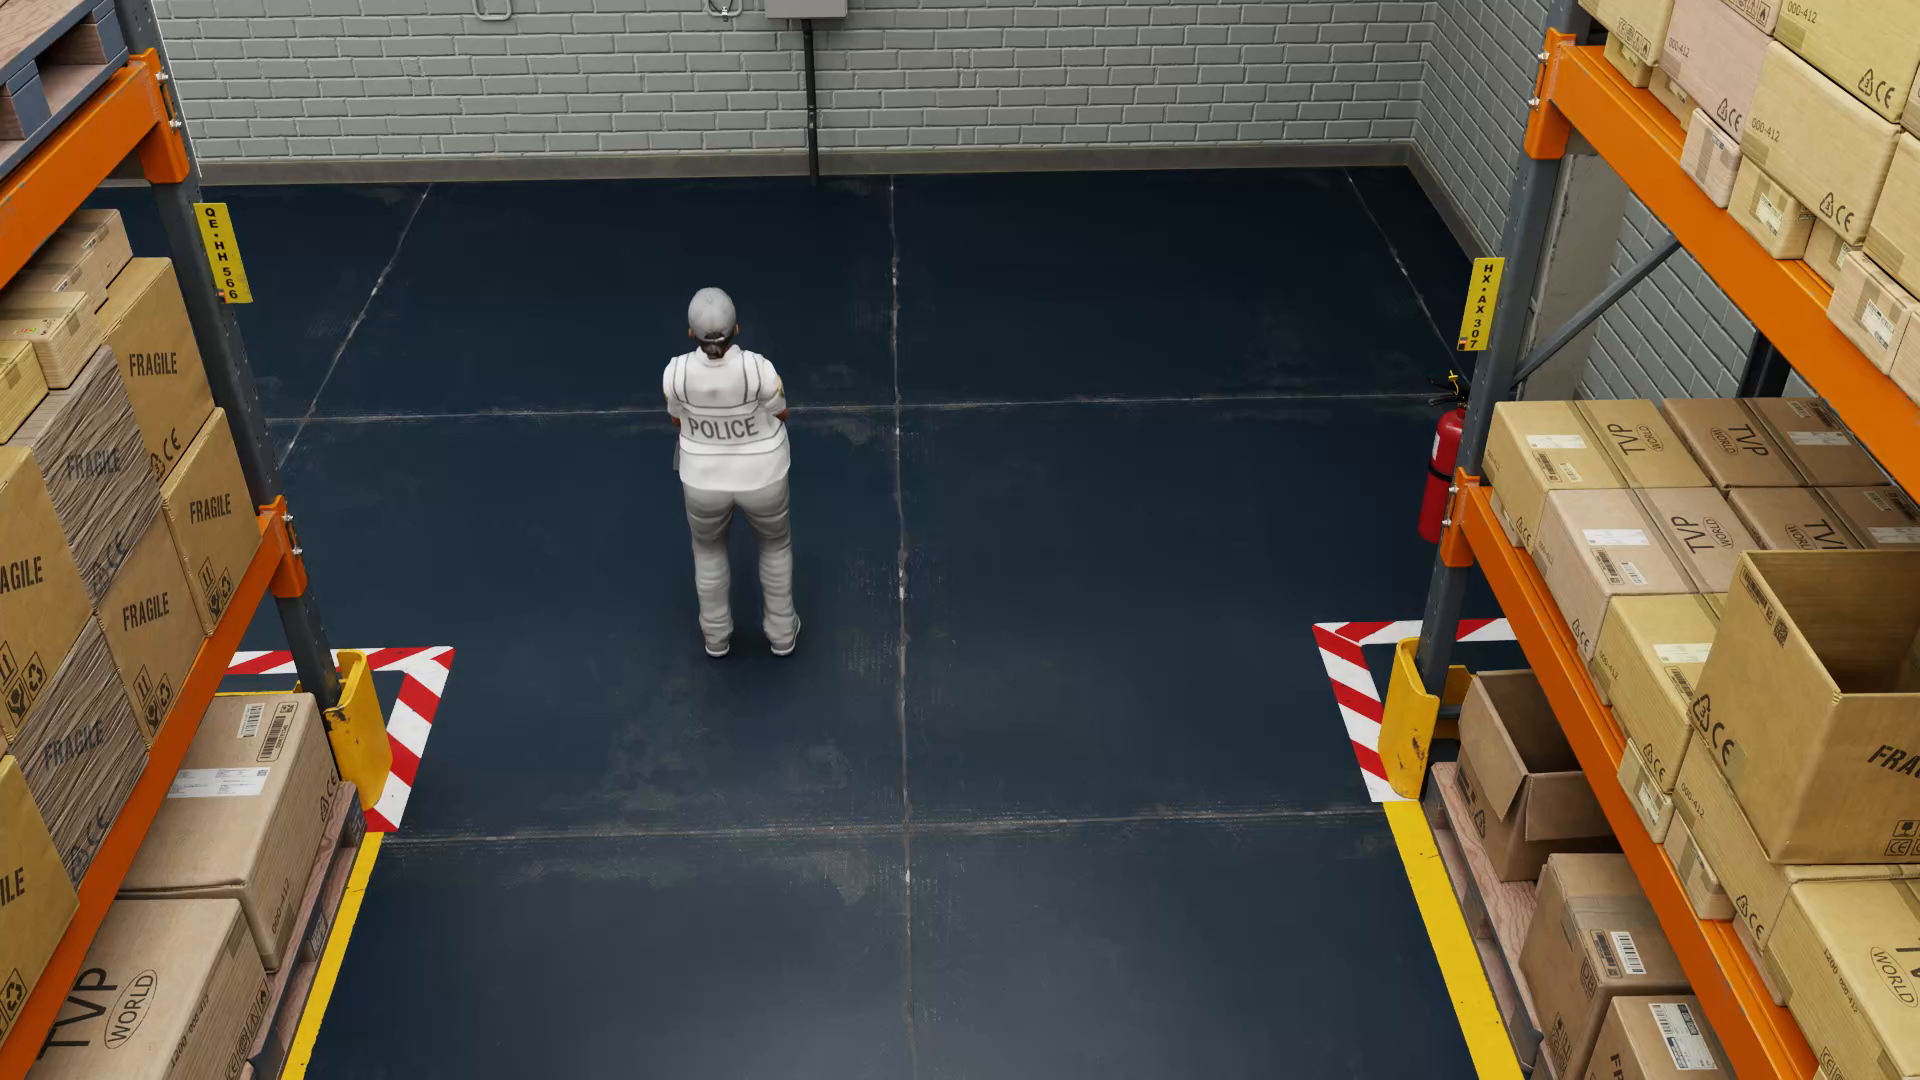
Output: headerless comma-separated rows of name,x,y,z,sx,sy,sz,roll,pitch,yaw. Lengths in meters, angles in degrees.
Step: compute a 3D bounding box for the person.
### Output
person,-0.890,-0.291,6.560,0.453,1.653,0.541,-1,35,-2
